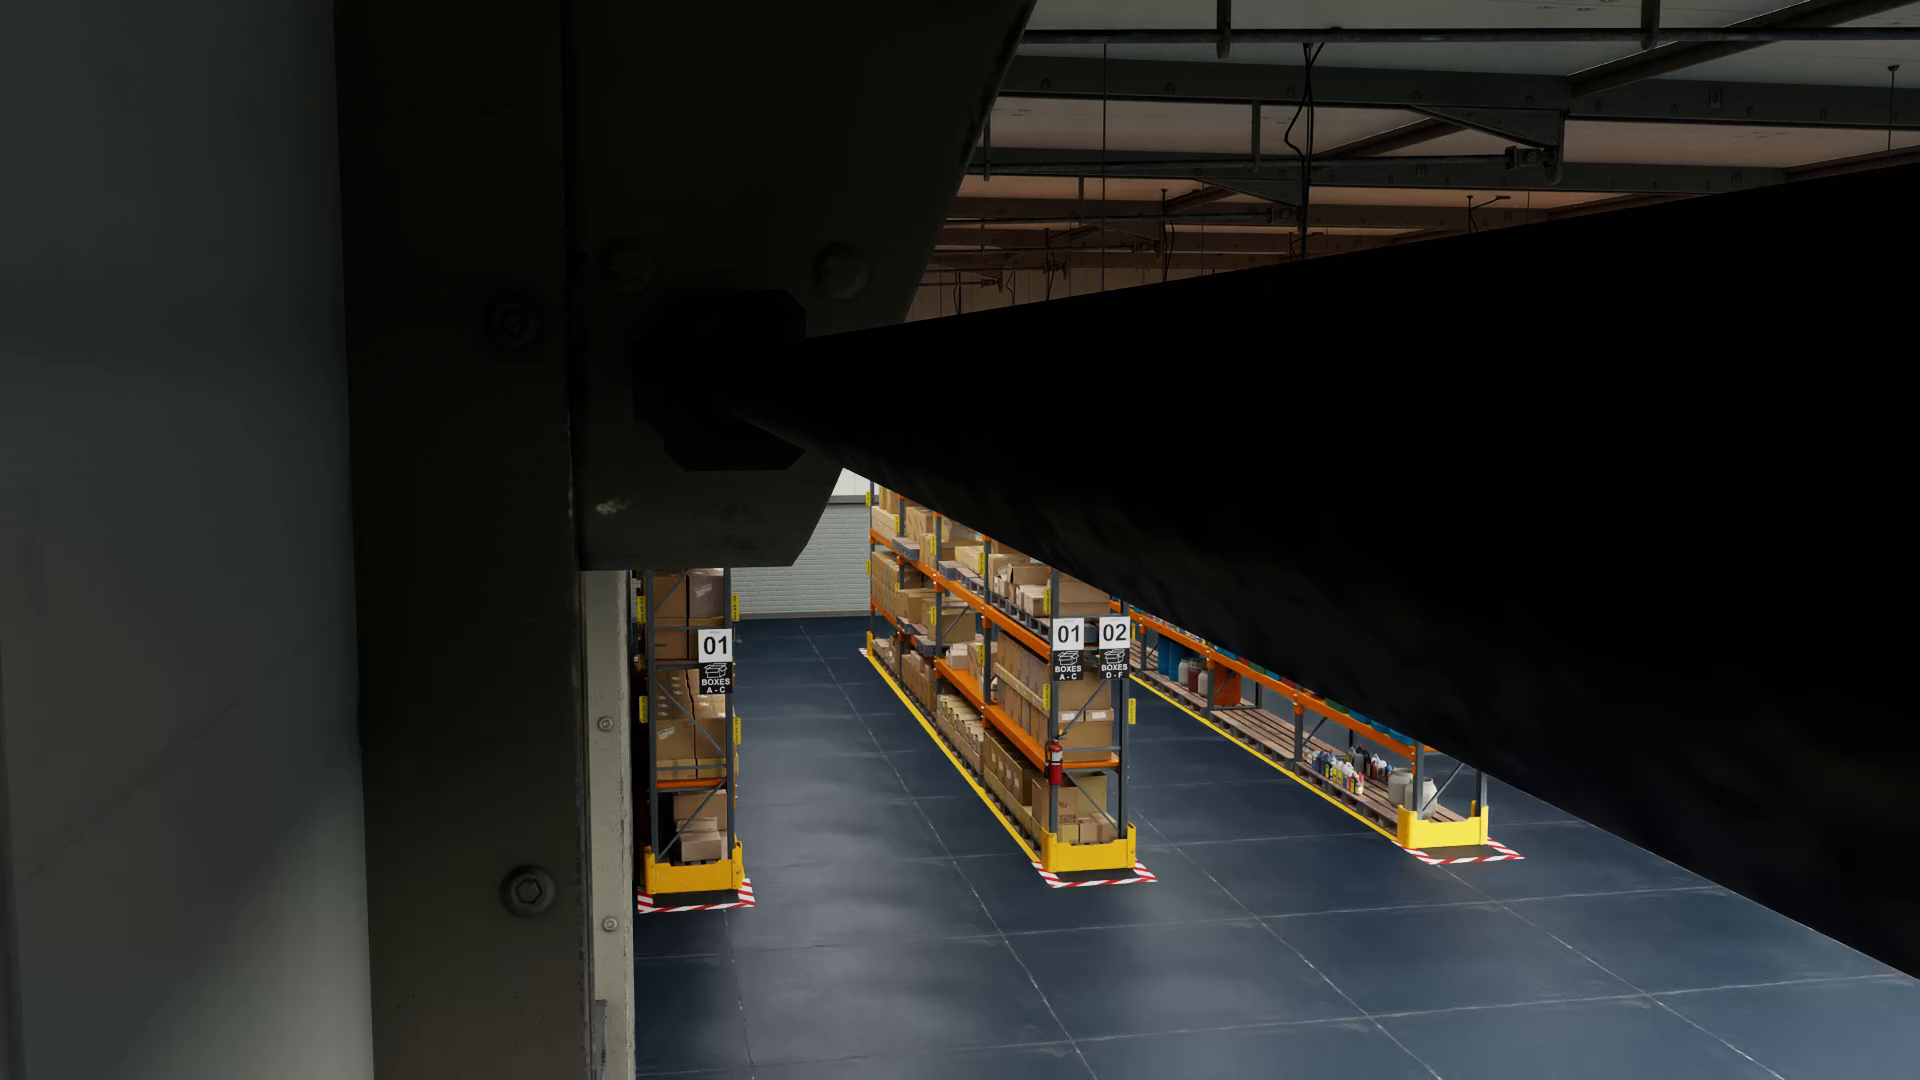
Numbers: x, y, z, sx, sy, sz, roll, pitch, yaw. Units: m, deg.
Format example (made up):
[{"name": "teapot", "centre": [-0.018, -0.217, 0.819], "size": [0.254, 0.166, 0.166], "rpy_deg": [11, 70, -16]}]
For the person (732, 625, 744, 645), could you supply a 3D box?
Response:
[{"name": "person", "centre": [-5.285, 1.533, 37.373], "size": [0.993, 1.753, 0.705], "rpy_deg": [-3, 7, -25]}]
